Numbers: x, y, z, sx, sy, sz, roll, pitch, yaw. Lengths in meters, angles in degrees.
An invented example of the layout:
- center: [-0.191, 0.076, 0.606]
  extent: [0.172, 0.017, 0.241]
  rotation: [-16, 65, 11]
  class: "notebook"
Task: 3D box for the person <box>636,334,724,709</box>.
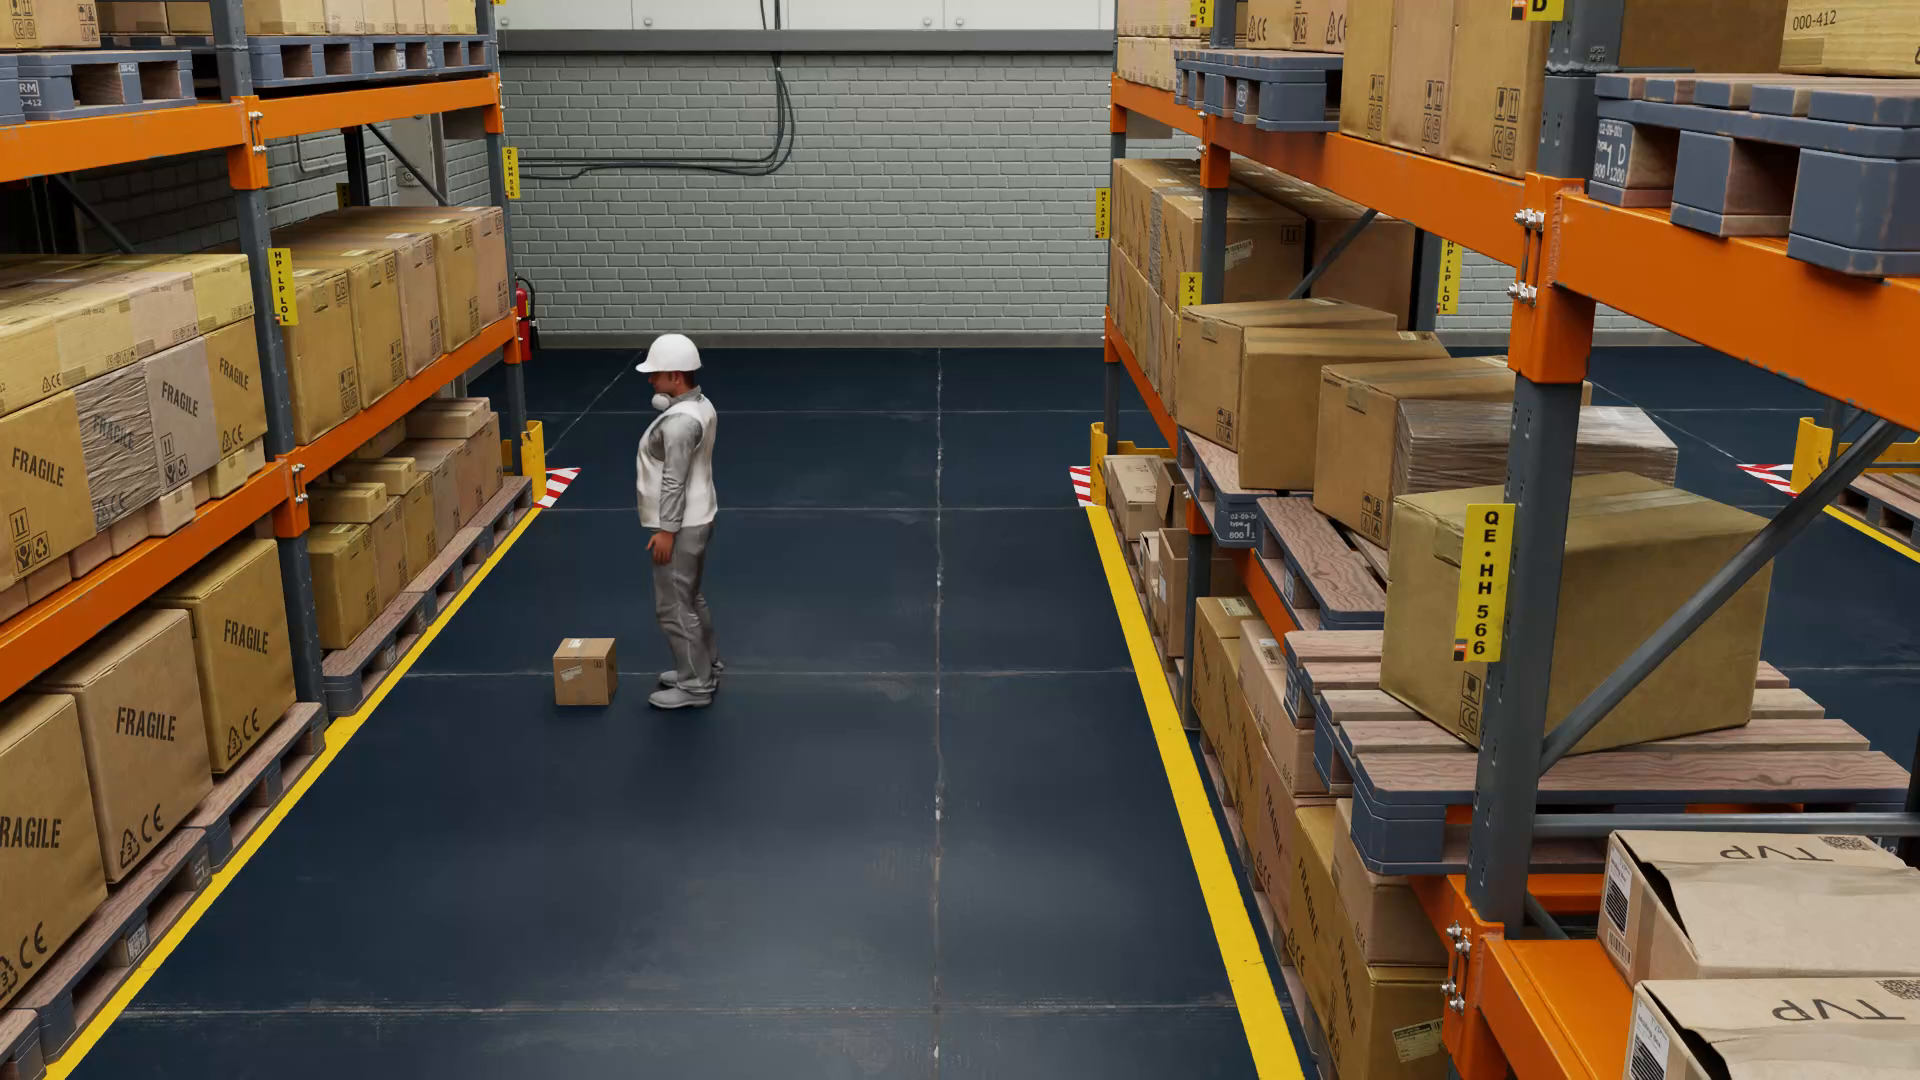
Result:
- center: [-1.318, -0.086, 7.797]
  extent: [0.360, 1.766, 0.533]
  rotation: [0, 17, 0]
  class: "person"
